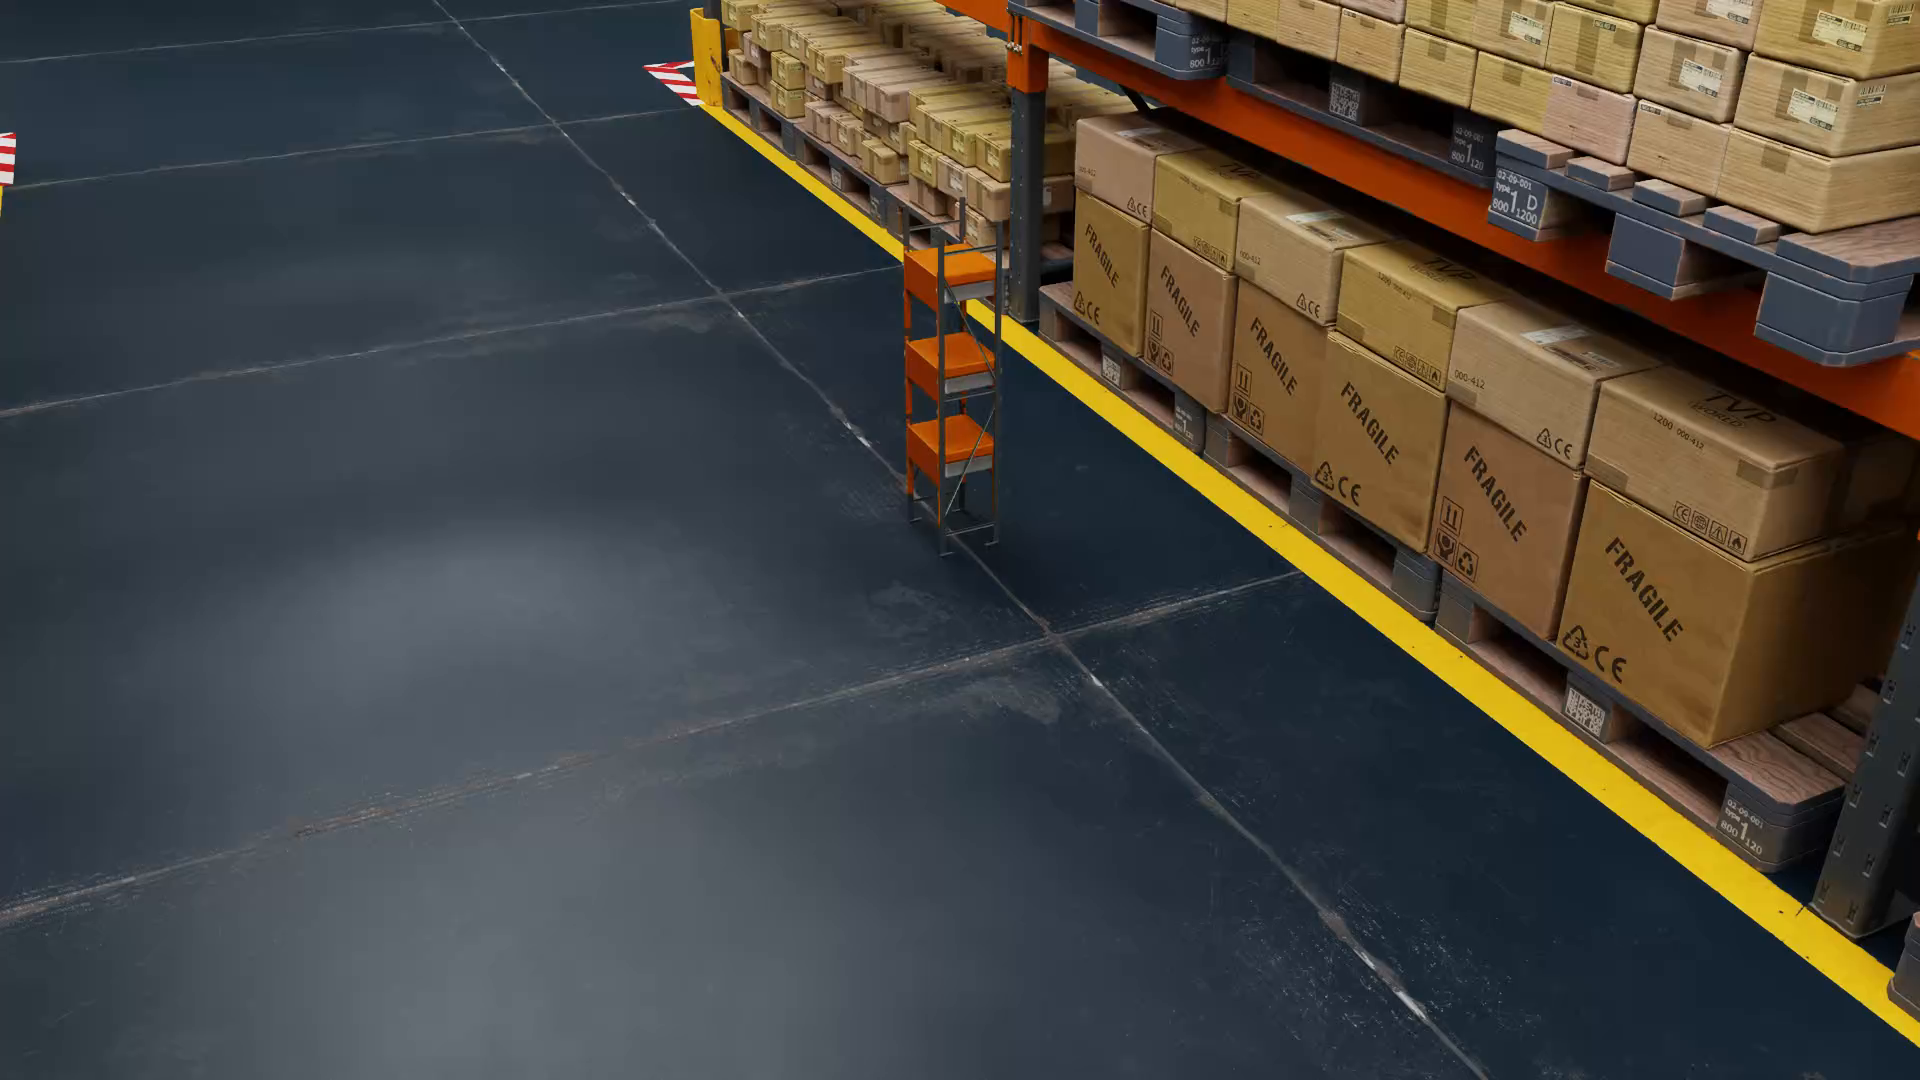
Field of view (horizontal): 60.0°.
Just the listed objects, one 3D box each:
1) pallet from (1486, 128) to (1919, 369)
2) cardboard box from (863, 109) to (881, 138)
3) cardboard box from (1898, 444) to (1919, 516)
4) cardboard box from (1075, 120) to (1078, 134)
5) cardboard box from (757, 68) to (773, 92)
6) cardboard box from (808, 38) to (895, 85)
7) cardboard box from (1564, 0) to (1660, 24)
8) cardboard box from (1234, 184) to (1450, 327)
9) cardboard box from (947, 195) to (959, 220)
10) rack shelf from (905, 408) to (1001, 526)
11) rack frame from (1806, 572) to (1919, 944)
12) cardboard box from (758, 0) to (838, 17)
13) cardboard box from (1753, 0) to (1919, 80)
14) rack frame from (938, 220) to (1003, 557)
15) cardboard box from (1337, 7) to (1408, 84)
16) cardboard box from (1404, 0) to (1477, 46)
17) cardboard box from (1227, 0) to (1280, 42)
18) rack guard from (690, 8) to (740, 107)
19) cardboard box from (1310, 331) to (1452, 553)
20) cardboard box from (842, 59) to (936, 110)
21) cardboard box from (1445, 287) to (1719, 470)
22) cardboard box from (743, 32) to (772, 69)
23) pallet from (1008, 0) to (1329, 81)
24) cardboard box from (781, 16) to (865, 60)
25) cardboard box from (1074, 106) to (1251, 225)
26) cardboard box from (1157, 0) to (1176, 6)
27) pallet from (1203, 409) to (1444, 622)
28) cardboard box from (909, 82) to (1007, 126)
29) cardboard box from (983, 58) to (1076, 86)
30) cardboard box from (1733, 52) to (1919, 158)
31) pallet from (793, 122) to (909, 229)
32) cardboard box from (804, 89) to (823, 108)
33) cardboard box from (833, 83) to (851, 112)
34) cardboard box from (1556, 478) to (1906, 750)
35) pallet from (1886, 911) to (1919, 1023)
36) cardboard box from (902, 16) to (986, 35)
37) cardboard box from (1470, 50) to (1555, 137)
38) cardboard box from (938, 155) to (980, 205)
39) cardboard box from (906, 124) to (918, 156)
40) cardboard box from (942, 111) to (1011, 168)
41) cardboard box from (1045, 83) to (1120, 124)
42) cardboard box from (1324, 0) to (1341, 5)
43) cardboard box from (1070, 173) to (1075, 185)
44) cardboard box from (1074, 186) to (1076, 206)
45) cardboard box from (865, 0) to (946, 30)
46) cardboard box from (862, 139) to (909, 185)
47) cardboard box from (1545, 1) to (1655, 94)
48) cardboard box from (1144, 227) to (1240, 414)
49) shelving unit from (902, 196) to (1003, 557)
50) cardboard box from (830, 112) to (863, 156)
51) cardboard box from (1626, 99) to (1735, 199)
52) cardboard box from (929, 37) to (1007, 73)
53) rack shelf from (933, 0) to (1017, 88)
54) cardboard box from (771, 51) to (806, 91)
[{"bbox_3d":[1.991,-0.760,3.734,1.213,0.211,1.003,-13,32,-22],"label":"pallet"},{"bbox_3d":[-0.247,-2.054,8.027,0.380,0.149,0.250,-15,32,-24],"label":"cardboard box"},{"bbox_3d":[2.316,-0.326,4.125,0.500,0.250,0.500,-15,32,-24],"label":"cardboard box"},{"bbox_3d":[0.716,-1.713,7.115,0.380,0.149,0.250,-12,31,-20],"label":"cardboard box"},{"bbox_3d":[-0.919,-2.628,9.354,0.380,0.149,0.250,-13,32,-22],"label":"cardboard box"},{"bbox_3d":[-0.540,-2.404,8.348,0.380,0.149,0.250,-13,32,-21],"label":"cardboard box"},{"bbox_3d":[1.551,-1.231,3.598,0.380,0.149,0.250,-12,31,-20],"label":"cardboard box"},{"bbox_3d":[1.201,-0.895,5.139,0.500,0.250,0.500,-12,31,-20],"label":"cardboard box"},{"bbox_3d":[0.164,-1.492,7.329,0.380,0.149,0.250,-12,32,-21],"label":"cardboard box"},{"bbox_3d":[-0.023,-0.230,5.177,0.215,0.259,0.240,-13,32,-22],"label":"rack shelf"},{"bbox_3d":[2.394,-0.551,3.166,1.000,3.000,0.127,-13,32,-22],"label":"rack frame"},{"bbox_3d":[-0.896,-2.885,9.205,0.380,0.149,0.250,-12,32,-21],"label":"cardboard box"},{"bbox_3d":[1.769,-1.004,3.193,0.380,0.149,0.250,-14,32,-24],"label":"cardboard box"},{"bbox_3d":[0.029,-0.428,4.939,0.200,1.050,0.008,-13,32,-22],"label":"rack frame"},{"bbox_3d":[1.221,-1.314,4.353,0.380,0.149,0.250,-12,31,-20],"label":"cardboard box"},{"bbox_3d":[1.327,-1.331,4.081,0.380,0.149,0.250,-13,32,-22],"label":"cardboard box"},{"bbox_3d":[0.996,-1.545,4.766,0.380,0.149,0.250,-14,32,-23],"label":"cardboard box"},{"bbox_3d":[-1.008,-2.961,10.019,1.175,0.500,0.348,-13,32,-22],"label":"rack guard"},{"bbox_3d":[1.414,-0.340,4.916,0.500,0.500,0.500,-15,32,-24],"label":"cardboard box"},{"bbox_3d":[-0.338,-2.180,7.949,0.380,0.149,0.250,-14,32,-24],"label":"cardboard box"},{"bbox_3d":[1.637,-0.439,4.325,0.500,0.250,0.500,-13,32,-21],"label":"cardboard box"},{"bbox_3d":[-0.981,-2.736,9.244,0.380,0.149,0.250,-13,32,-22],"label":"cardboard box"},{"bbox_3d":[0.873,-1.866,5.707,1.003,0.211,1.213,-13,32,-22],"label":"pallet"},{"bbox_3d":[-0.722,-2.654,8.794,0.380,0.149,0.250,-15,32,-24],"label":"cardboard box"},{"bbox_3d":[0.755,-1.356,5.961,0.500,0.250,0.500,-15,32,-24],"label":"cardboard box"},{"bbox_3d":[0.765,-1.777,5.180,0.380,0.149,0.250,-13,32,-21],"label":"cardboard box"},{"bbox_3d":[1.540,-0.218,5.424,1.003,0.211,1.213,-13,32,-22],"label":"pallet"},{"bbox_3d":[-0.011,-1.964,7.562,0.380,0.149,0.250,-12,31,-20],"label":"cardboard box"},{"bbox_3d":[0.330,-2.188,7.963,0.380,0.149,0.250,-12,32,-21],"label":"cardboard box"},{"bbox_3d":[1.770,-0.877,3.270,0.380,0.149,0.250,-12,32,-21],"label":"cardboard box"},{"bbox_3d":[-0.172,-1.931,8.477,1.003,0.211,1.213,-13,32,-22],"label":"pallet"},{"bbox_3d":[-0.600,-2.291,8.754,0.380,0.149,0.250,-13,32,-22],"label":"cardboard box"},{"bbox_3d":[-0.430,-2.302,8.470,0.380,0.149,0.250,-11,31,-19],"label":"cardboard box"},{"bbox_3d":[1.875,0.120,4.095,0.500,0.500,0.500,-13,32,-22],"label":"cardboard box"},{"bbox_3d":[2.664,1.029,3.199,1.003,0.211,1.213,-13,32,-22],"label":"pallet"},{"bbox_3d":[-0.083,-2.658,8.800,0.380,0.149,0.250,-12,31,-20],"label":"cardboard box"},{"bbox_3d":[1.447,-1.080,3.937,0.380,0.149,0.250,-14,32,-23],"label":"cardboard box"},{"bbox_3d":[0.127,-1.577,7.176,0.380,0.149,0.250,-15,32,-24],"label":"cardboard box"},{"bbox_3d":[-0.023,-1.823,7.615,0.380,0.149,0.250,-13,32,-22],"label":"cardboard box"},{"bbox_3d":[0.143,-1.724,7.135,0.380,0.149,0.250,-13,32,-21],"label":"cardboard box"},{"bbox_3d":[0.498,-1.948,7.535,0.380,0.149,0.250,-14,32,-23],"label":"cardboard box"},{"bbox_3d":[1.103,-1.560,4.489,0.380,0.149,0.250,-14,32,-23],"label":"cardboard box"},{"bbox_3d":[0.620,-1.708,7.410,0.380,0.149,0.250,-13,32,-22],"label":"cardboard box"},{"bbox_3d":[0.696,-1.604,7.528,0.380,0.149,0.250,-12,31,-21],"label":"cardboard box"},{"bbox_3d":[-0.303,-2.893,9.219,0.380,0.149,0.250,-14,32,-23],"label":"cardboard box"},{"bbox_3d":[-0.244,-1.817,7.908,0.380,0.149,0.250,-13,32,-22],"label":"cardboard box"},{"bbox_3d":[1.539,-1.110,3.686,0.380,0.149,0.250,-12,32,-21],"label":"cardboard box"},{"bbox_3d":[0.983,-0.795,5.728,0.500,0.500,0.500,-12,31,-20],"label":"cardboard box"},{"bbox_3d":[-0.023,-0.482,5.035,0.215,1.050,0.252,-13,32,-22],"label":"shelving unit"},{"bbox_3d":[-0.429,-2.045,8.316,0.380,0.149,0.250,-13,32,-22],"label":"cardboard box"},{"bbox_3d":[1.662,-0.856,3.537,0.380,0.149,0.250,-13,32,-22],"label":"cardboard box"},{"bbox_3d":[0.068,-2.409,8.356,0.380,0.149,0.250,-13,32,-22],"label":"cardboard box"},{"bbox_3d":[-0.182,-2.888,8.068,1.077,0.370,4.000,-13,32,-22],"label":"rack shelf"},{"bbox_3d":[-0.784,-2.511,8.842,0.380,0.149,0.250,-12,31,-20],"label":"cardboard box"}]
